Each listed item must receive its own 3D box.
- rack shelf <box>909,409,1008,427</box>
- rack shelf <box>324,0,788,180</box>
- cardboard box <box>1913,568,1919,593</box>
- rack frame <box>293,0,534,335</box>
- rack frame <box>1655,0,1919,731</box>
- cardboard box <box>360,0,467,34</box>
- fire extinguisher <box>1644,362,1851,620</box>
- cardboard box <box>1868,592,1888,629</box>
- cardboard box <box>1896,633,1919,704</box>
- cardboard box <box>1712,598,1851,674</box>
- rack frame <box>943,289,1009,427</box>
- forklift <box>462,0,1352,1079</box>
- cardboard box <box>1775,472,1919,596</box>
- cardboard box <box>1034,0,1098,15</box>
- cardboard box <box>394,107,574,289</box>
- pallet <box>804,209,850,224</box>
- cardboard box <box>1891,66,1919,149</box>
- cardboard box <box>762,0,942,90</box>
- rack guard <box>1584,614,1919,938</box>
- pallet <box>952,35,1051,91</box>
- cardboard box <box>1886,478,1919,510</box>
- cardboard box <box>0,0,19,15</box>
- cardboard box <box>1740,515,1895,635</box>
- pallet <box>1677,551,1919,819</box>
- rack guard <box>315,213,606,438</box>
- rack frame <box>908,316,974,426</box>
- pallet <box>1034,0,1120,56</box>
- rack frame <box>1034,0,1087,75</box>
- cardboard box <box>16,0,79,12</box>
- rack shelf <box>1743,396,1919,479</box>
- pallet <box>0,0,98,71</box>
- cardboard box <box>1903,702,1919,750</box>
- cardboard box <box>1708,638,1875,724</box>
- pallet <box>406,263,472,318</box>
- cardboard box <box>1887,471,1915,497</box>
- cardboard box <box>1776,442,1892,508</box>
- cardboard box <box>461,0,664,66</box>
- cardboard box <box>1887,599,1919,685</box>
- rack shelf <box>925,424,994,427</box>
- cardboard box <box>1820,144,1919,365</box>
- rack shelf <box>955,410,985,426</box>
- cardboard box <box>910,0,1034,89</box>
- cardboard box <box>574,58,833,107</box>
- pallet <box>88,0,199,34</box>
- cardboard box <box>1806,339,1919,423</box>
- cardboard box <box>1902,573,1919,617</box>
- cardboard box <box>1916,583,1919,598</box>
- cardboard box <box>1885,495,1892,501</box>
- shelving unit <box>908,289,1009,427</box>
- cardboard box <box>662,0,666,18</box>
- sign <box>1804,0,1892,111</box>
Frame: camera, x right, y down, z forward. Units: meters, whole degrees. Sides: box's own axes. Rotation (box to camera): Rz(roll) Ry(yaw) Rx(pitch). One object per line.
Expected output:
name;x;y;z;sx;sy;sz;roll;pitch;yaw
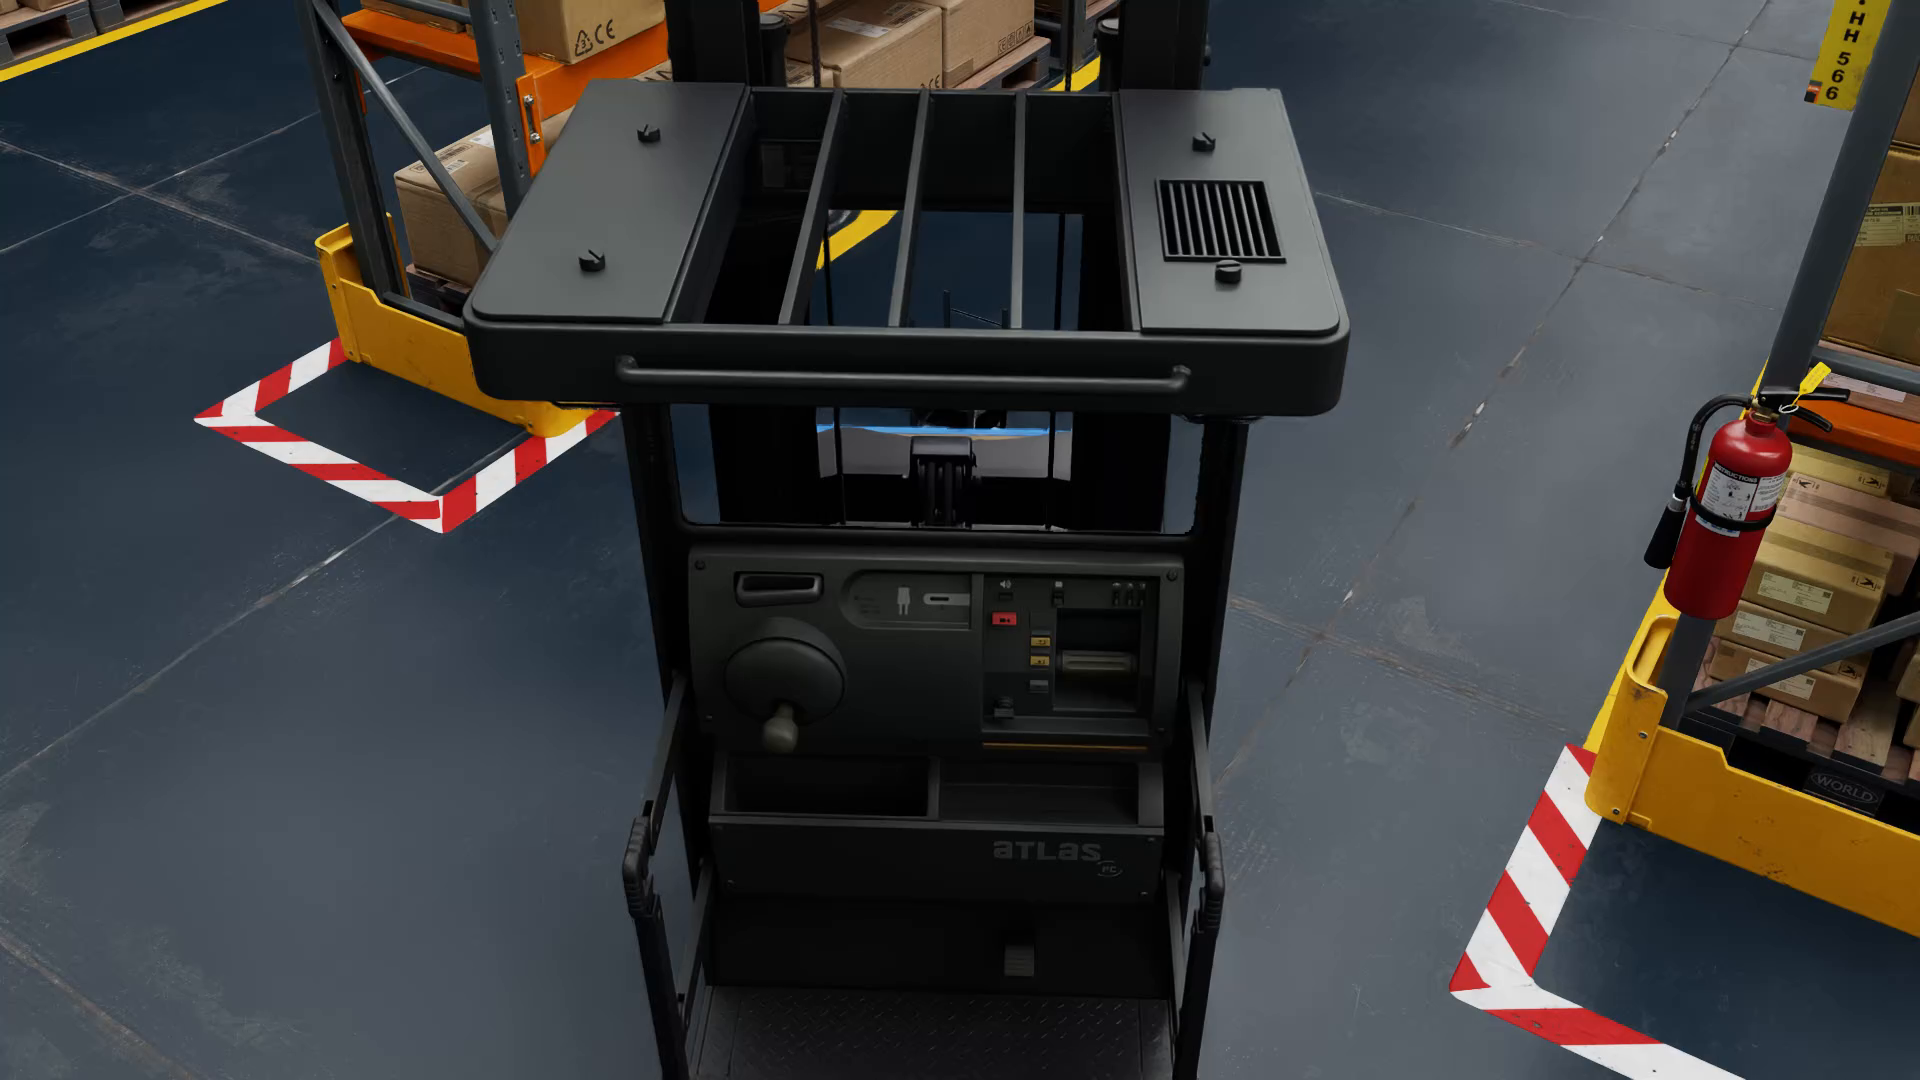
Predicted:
rack shelf;-0.004;-0.397;5.435;0.258;0.077;0.200;21;42;25
rack shelf;-0.848;-2.594;7.247;1.077;0.370;4.000;21;42;25
cardboard box;3.063;0.100;4.911;0.380;0.149;0.250;22;43;26
rack frame;-1.919;-1.848;5.690;1.000;3.000;0.127;21;42;25
rack frame;2.315;-0.281;3.658;1.000;3.000;0.127;21;42;25
cardboard box;-1.884;-2.223;6.095;0.500;0.500;0.500;21;42;25
fire extinguisher;1.790;-0.124;3.822;0.296;0.674;0.183;21;42;25
cardboard box;2.542;0.081;4.935;0.380;0.149;0.250;20;42;24
cardboard box;2.812;0.378;4.550;0.380;0.149;0.250;23;43;27
cardboard box;2.356;0.199;4.783;0.380;0.149;0.250;20;42;24
rack frame;0.050;-0.405;5.538;0.240;0.900;0.006;21;42;25
forklift;-0.054;0.285;2.980;1.130;2.935;3.031;1;38;2
cardboard box;2.567;-0.020;4.823;0.380;0.149;0.250;22;43;26
cardboard box;0.488;-3.581;9.334;0.875;0.875;0.875;23;43;26
cardboard box;-1.650;-1.373;6.828;0.875;0.438;0.875;20;42;24
pallet;-0.903;-1.808;7.922;1.003;0.211;1.213;21;42;25
cardboard box;2.350;-1.152;3.643;0.500;0.500;0.500;20;42;24
cardboard box;-0.682;-2.311;8.046;0.875;0.438;0.875;20;42;24
rack guard;2.355;0.670;4.472;1.175;0.500;0.348;21;42;25
pallet;-0.250;-2.439;8.741;1.003;0.211;1.213;21;42;25
cardboard box;2.864;-0.175;5.267;0.380;0.149;0.250;21;42;25
cardboard box;-5.444;-2.998;9.173;0.380;0.149;0.250;19;42;23
cardboard box;2.384;0.090;4.680;0.380;0.149;0.250;22;43;26
pallet;2.820;0.377;5.088;1.003;0.211;1.213;21;42;25
rack guard;-1.932;-0.846;6.438;1.175;0.500;0.348;21;42;25
rack frame;-0.059;-0.300;5.402;0.240;0.900;0.006;21;42;25
pallet;0.573;-3.228;9.765;1.003;0.211;1.213;21;42;25
rack frame;0.224;-3.910;8.365;1.000;3.000;0.127;21;42;25
cardboard box;-5.214;-3.358;9.353;0.700;0.500;0.500;23;43;27
rack shelf;3.386;-1.027;5.215;1.077;0.370;4.000;21;42;25
pallet;-5.645;-2.816;9.230;1.003;0.211;1.213;21;42;25
cardboard box;2.866;0.516;4.614;0.380;0.149;0.250;22;43;26
cardboard box;2.420;0.342;4.840;0.380;0.149;0.250;22;43;26
pallet;-1.557;-1.181;7.110;1.003;0.211;1.213;21;42;25
cardboard box;2.791;-0.308;5.197;0.380;0.149;0.250;19;42;23
cardboard box;2.599;-0.195;5.050;0.380;0.149;0.250;20;42;24
cardboard box;-1.420;-2.041;5.859;0.500;0.500;0.500;21;42;25
cardboard box;2.937;0.355;4.824;0.380;0.149;0.250;21;42;25
rack shelf;-0.004;-0.326;5.490;0.258;0.077;0.200;21;42;25
cardboard box;2.338;-0.754;3.946;0.500;0.500;0.500;22;43;26
rack shelf;-0.004;-0.468;5.380;0.258;0.077;0.200;21;42;25
cardboard box;-0.203;-2.773;8.645;0.875;0.438;0.875;21;42;24
cardboard box;-1.167;-1.847;7.444;0.875;0.438;0.875;22;43;26
pallet;-4.991;-3.442;10.042;1.003;0.211;1.213;21;42;25
cardboard box;2.251;-0.442;4.072;0.380;0.149;0.250;21;42;25
cardboard box;3.064;0.224;4.993;0.380;0.149;0.250;22;43;26
cardboard box;2.928;0.106;4.660;0.380;0.149;0.250;22;43;26
cardboard box;2.633;-0.070;5.131;0.380;0.149;0.250;19;42;23
shelving unit;-0.004;-0.352;5.470;0.258;0.900;0.210;21;42;25
cardboard box;-1.172;-2.311;6.209;0.500;0.500;0.500;21;42;25
sign;1.857;-1.057;3.457;0.100;0.325;0.005;21;42;25
